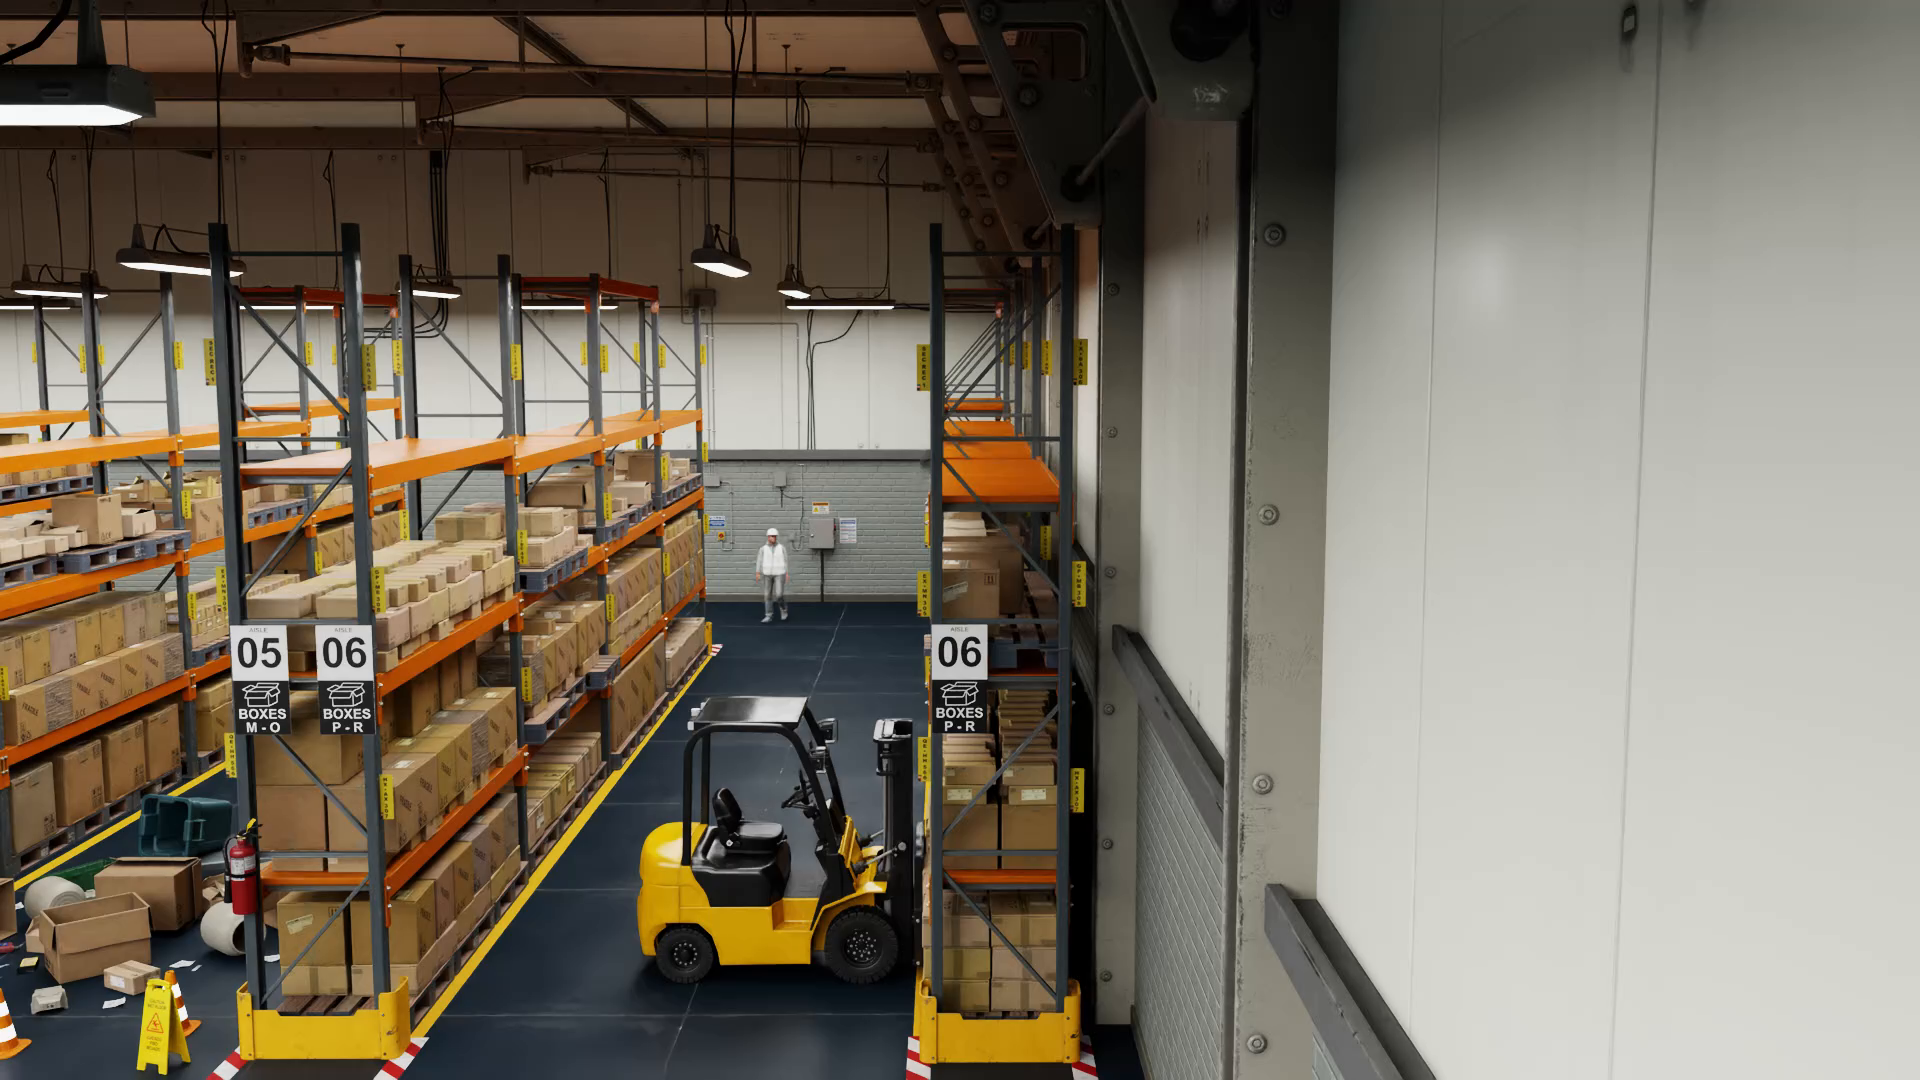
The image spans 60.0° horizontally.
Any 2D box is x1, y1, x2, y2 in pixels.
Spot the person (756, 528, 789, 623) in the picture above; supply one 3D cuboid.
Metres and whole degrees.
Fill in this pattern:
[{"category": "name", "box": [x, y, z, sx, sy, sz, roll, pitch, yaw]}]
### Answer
[{"category": "person", "box": [-3.520, 0.662, 31.229, 0.602, 1.758, 0.552, 2, 7, 15]}]
